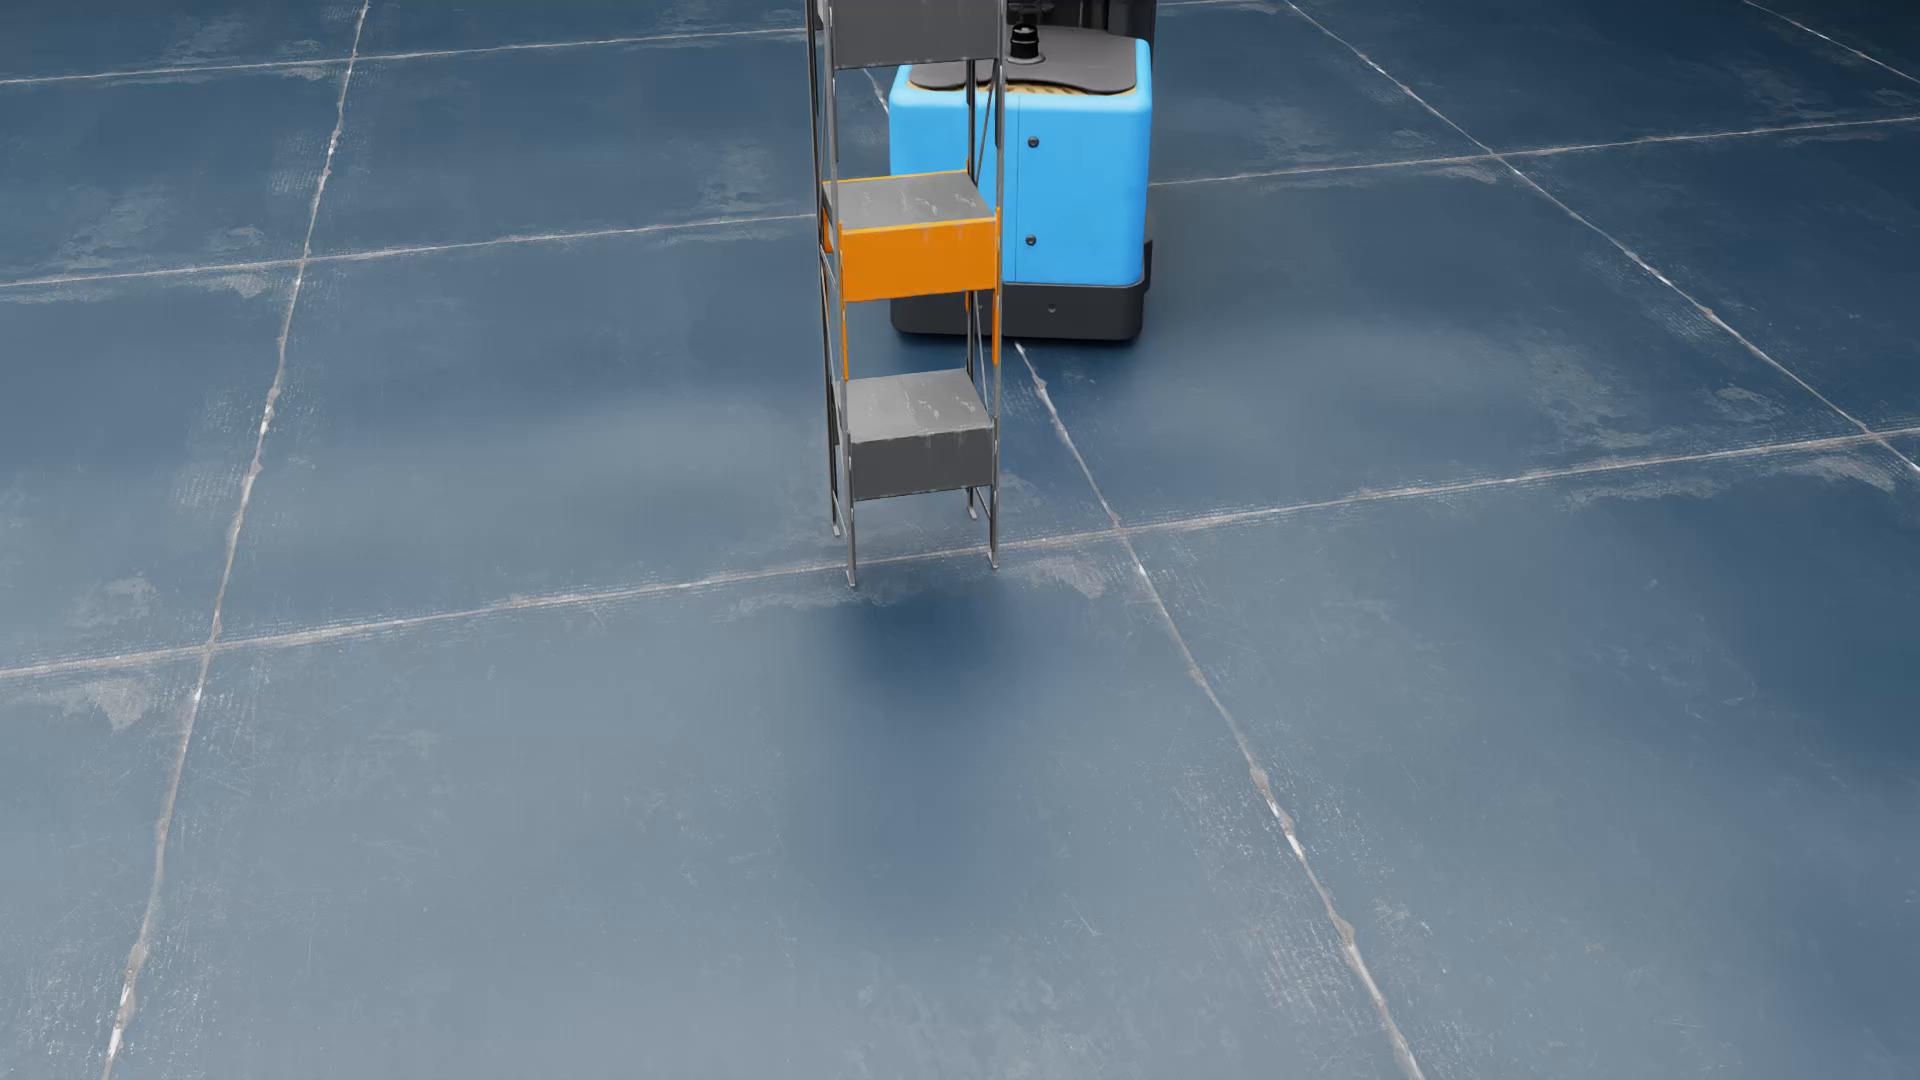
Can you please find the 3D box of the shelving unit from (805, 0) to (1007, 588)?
[{"bbox_3d":[-0.161,-0.852,5.135,0.503,2.100,0.431,-7,35,-11],"label":"shelving unit"}]

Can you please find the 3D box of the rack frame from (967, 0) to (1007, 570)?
[{"bbox_3d":[0.077,-0.882,5.179,0.015,2.100,0.400,-7,35,-11],"label":"rack frame"}]

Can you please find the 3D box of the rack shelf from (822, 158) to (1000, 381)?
[{"bbox_3d":[-0.161,-0.840,5.142,0.480,0.518,0.431,-7,35,-11],"label":"rack shelf"}]

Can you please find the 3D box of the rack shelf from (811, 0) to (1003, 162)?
[{"bbox_3d":[-0.161,-1.421,4.752,0.480,0.518,0.431,-7,35,-11],"label":"rack shelf"}]

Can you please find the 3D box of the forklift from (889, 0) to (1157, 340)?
[{"bbox_3d":[0.344,-2.839,7.350,1.130,2.935,3.031,3,34,4],"label":"forklift"}]

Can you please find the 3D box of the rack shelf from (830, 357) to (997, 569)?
[{"bbox_3d":[-0.161,-0.259,5.532,0.480,0.518,0.431,-7,35,-11],"label":"rack shelf"}]

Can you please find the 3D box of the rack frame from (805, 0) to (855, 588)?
[{"bbox_3d":[-0.399,-0.822,5.090,0.015,2.100,0.400,-7,35,-11],"label":"rack frame"}]
